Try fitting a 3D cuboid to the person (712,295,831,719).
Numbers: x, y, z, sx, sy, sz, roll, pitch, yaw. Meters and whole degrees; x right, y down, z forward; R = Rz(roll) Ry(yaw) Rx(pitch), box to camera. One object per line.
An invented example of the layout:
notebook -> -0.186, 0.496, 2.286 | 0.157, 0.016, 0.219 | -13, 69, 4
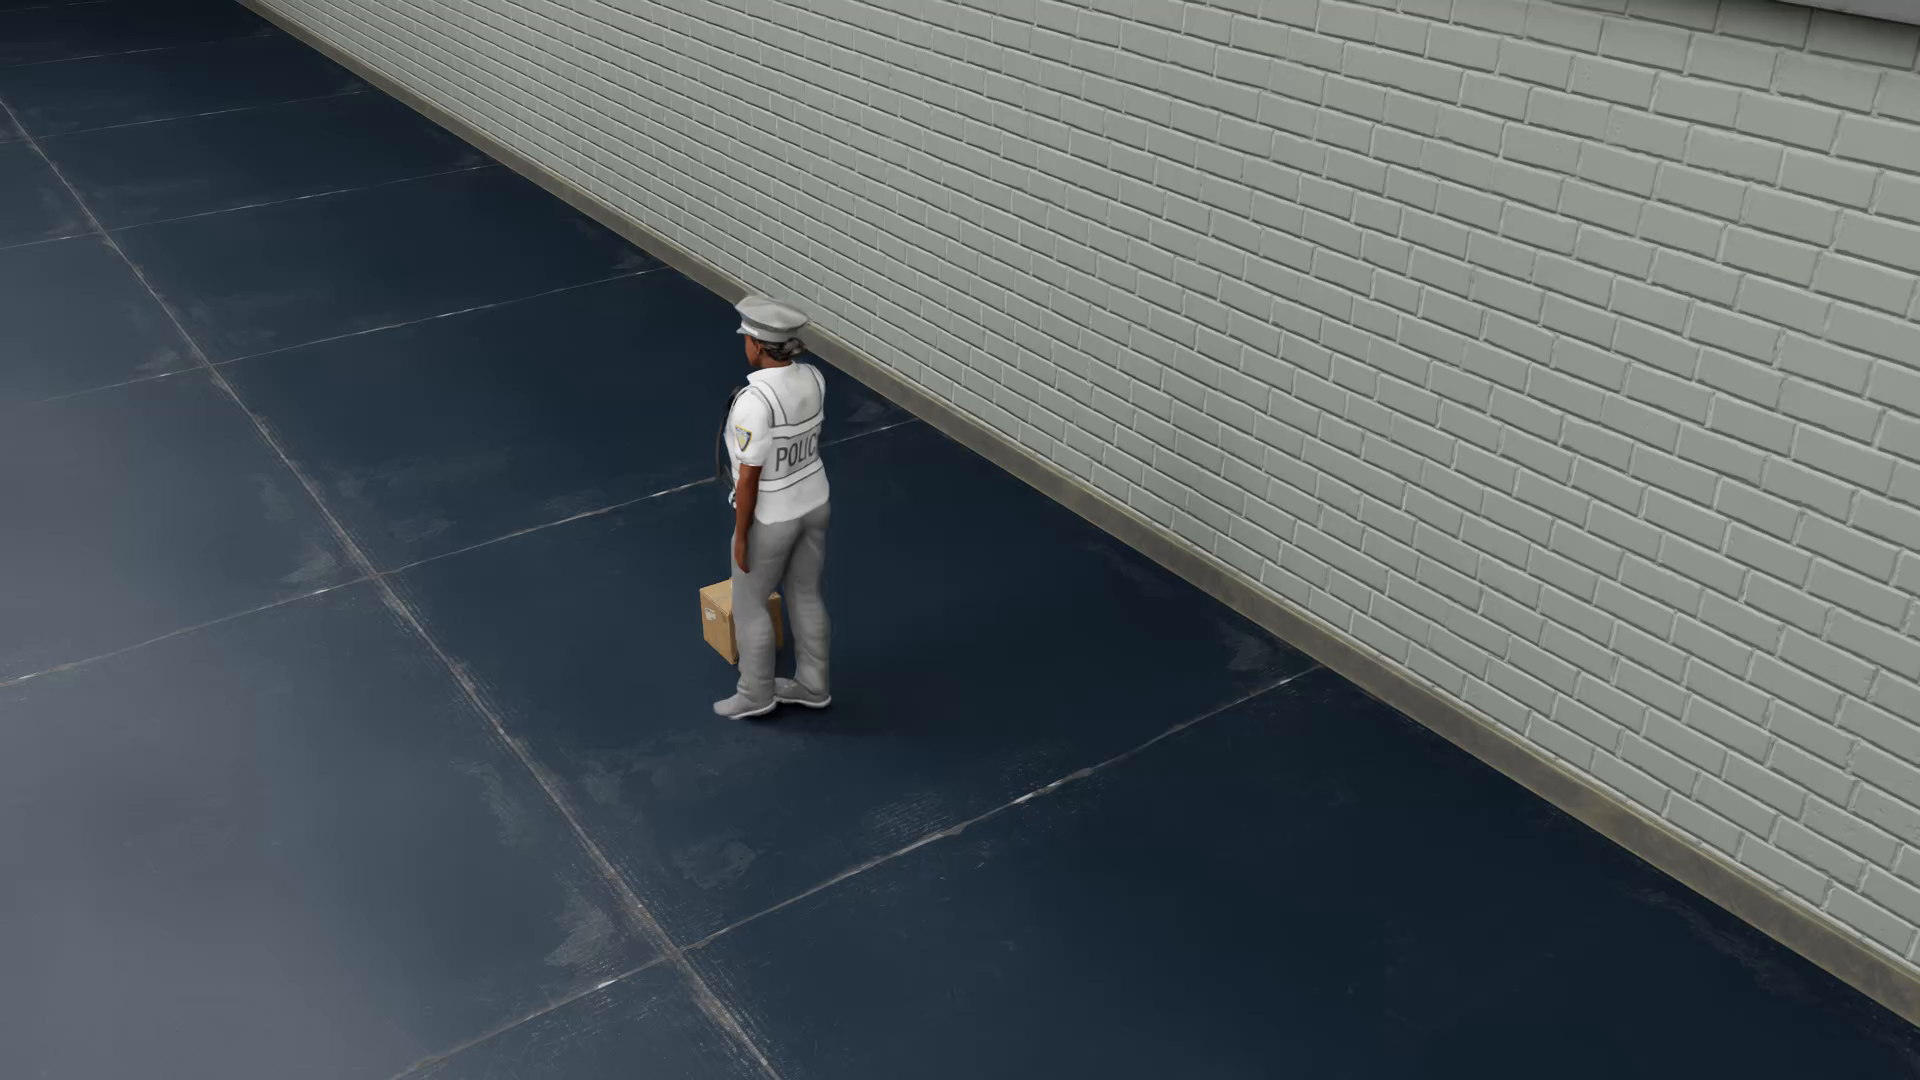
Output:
person -> -0.710, -0.077, 6.282 | 0.416, 1.722, 0.467 | 20, 34, 32
